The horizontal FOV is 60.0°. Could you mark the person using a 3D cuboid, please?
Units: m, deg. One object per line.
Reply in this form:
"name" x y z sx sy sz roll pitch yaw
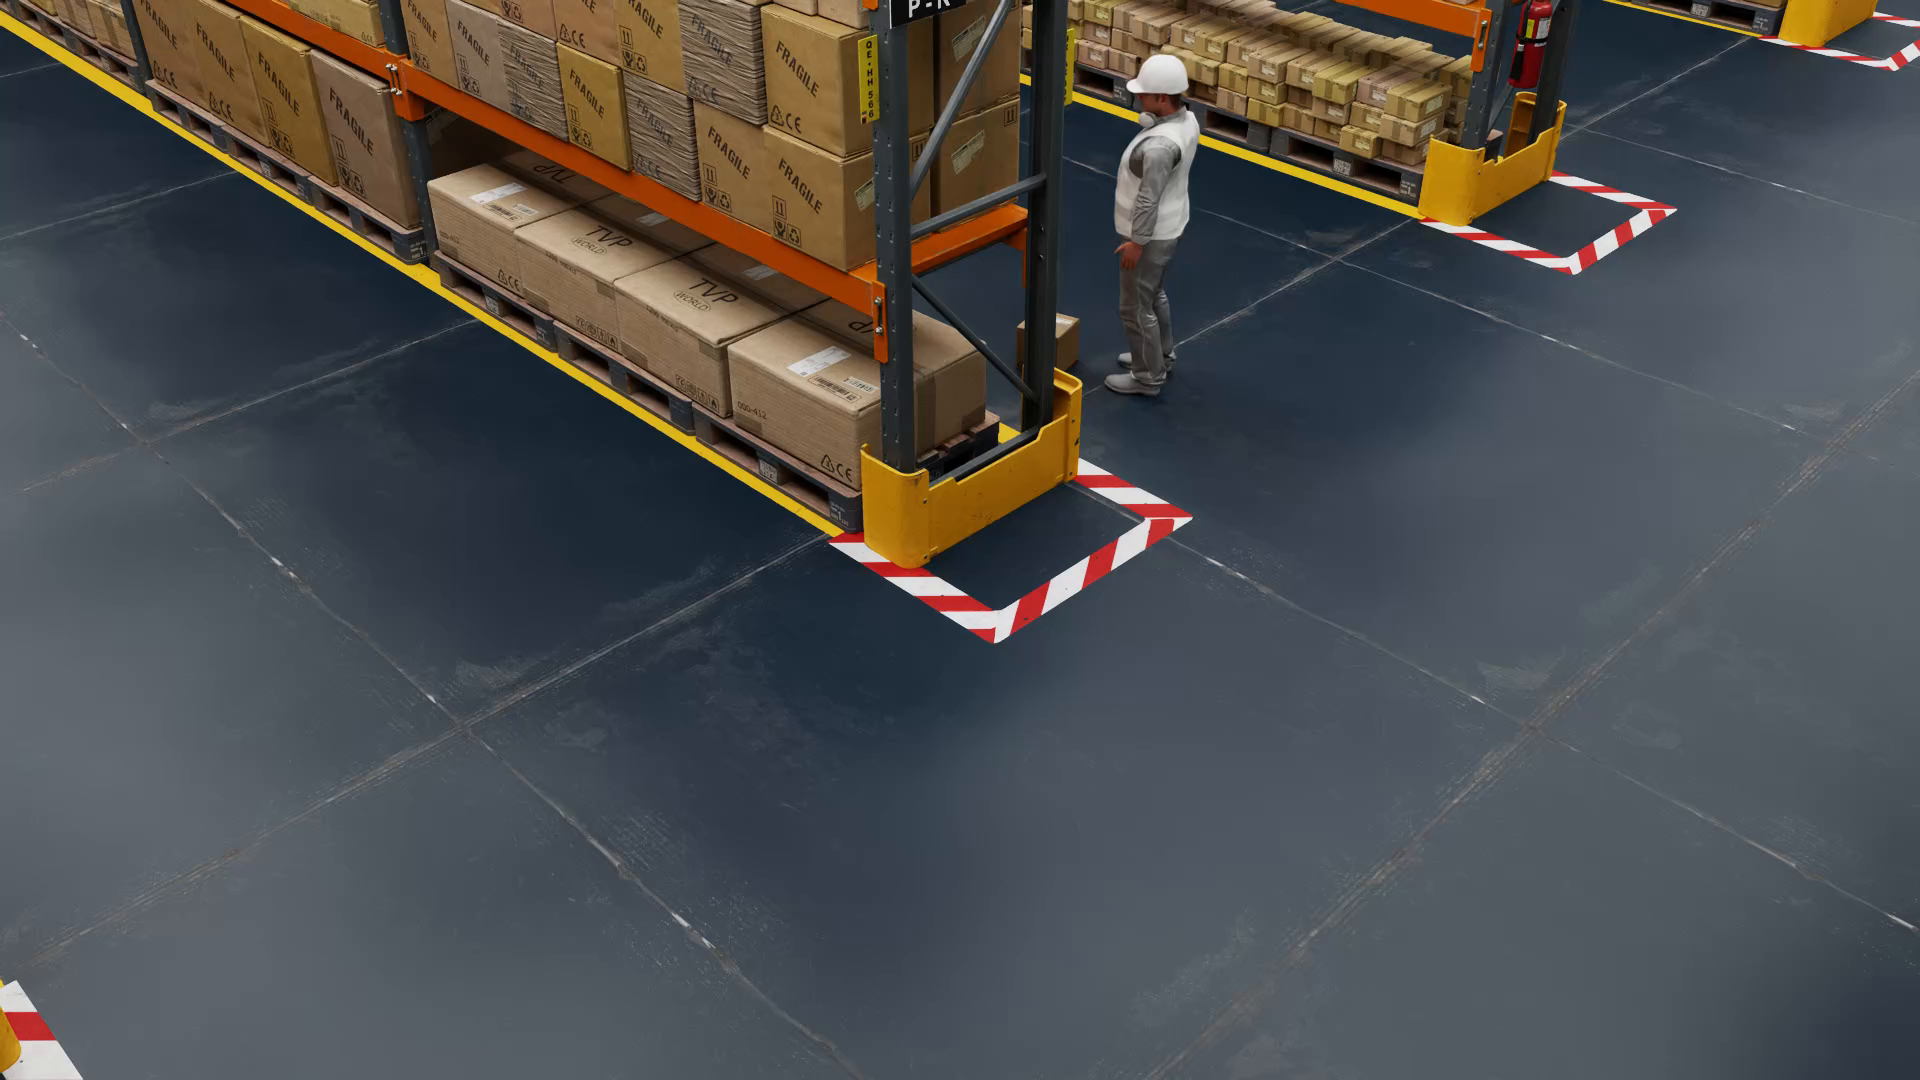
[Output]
"person" 0.957 -1.561 8.345 0.359 1.766 0.533 12 37 16
